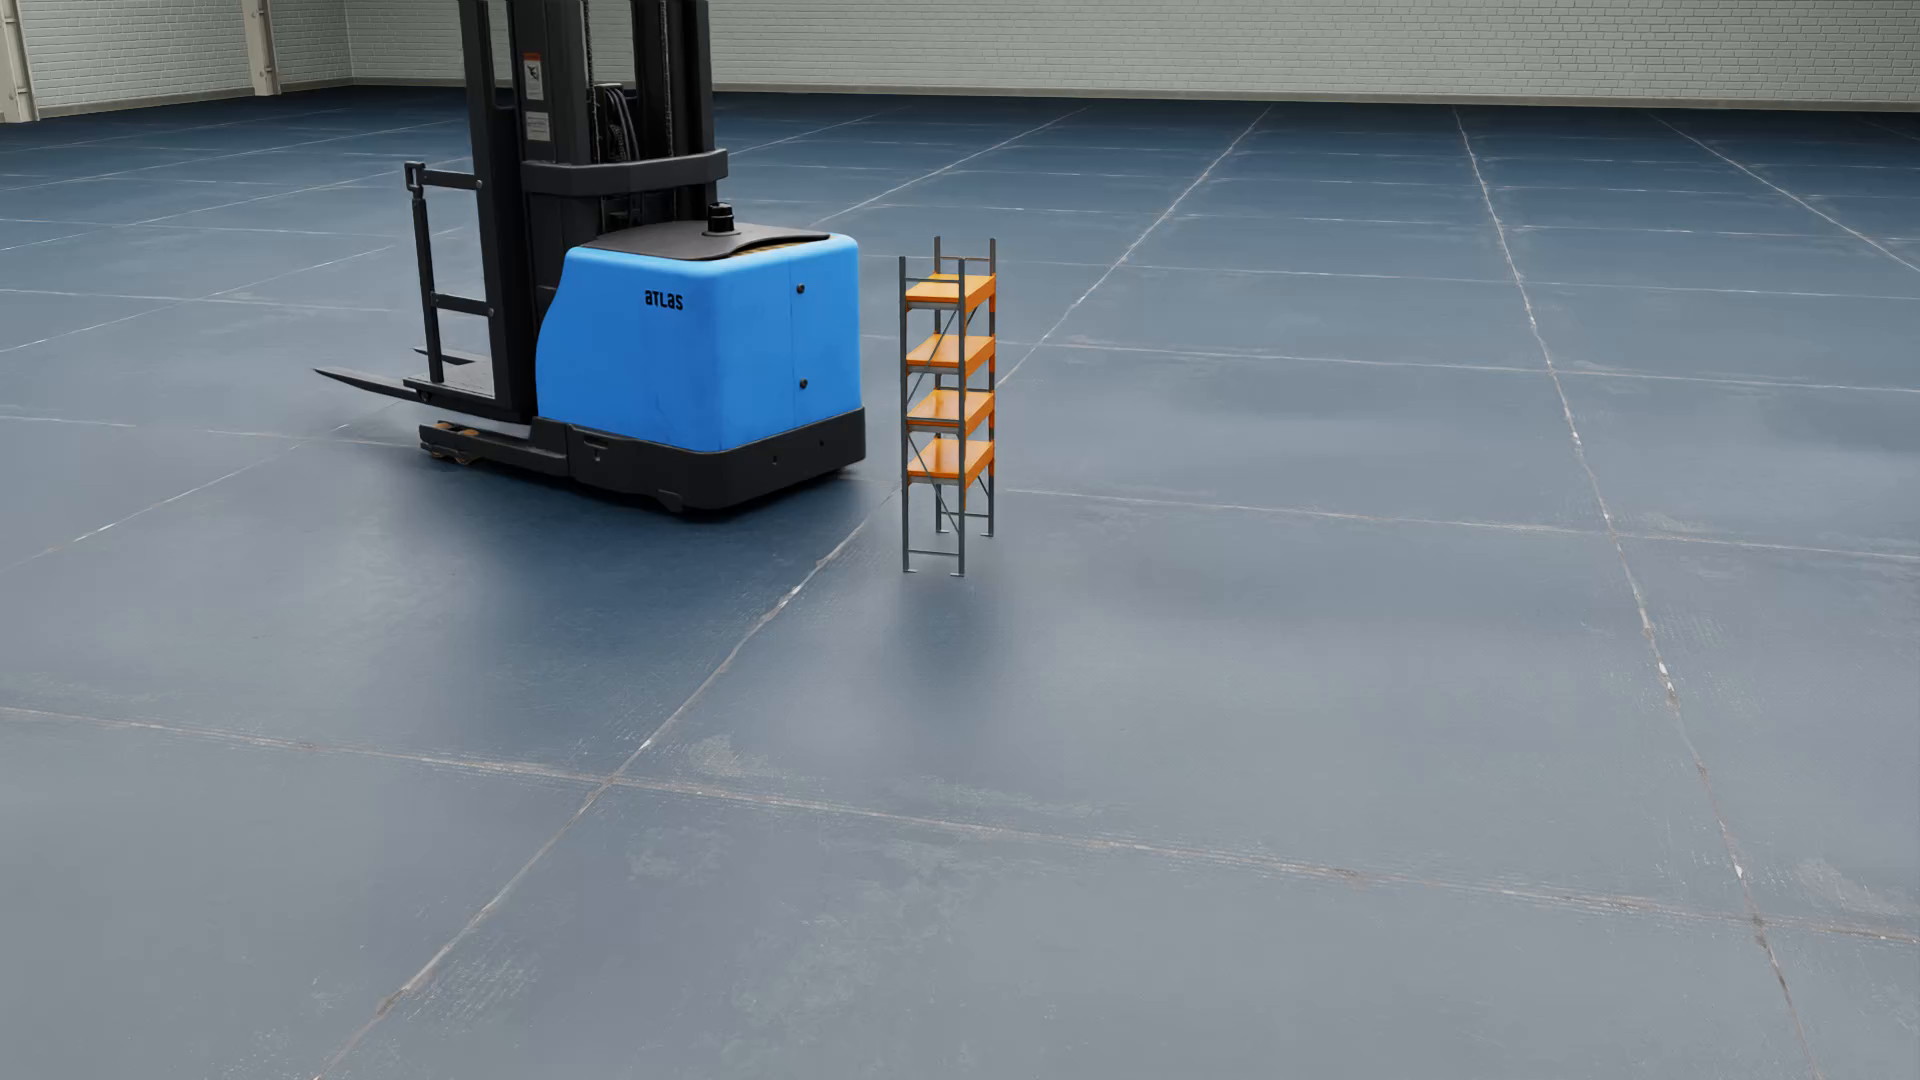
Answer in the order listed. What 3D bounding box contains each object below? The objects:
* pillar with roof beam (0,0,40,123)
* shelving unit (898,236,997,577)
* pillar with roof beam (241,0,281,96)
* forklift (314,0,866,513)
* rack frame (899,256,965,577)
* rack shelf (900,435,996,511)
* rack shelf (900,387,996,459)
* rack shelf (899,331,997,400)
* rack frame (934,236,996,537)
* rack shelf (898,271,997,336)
[{"bbox_3d":[-10.178,-10.324,22.992,9.100,9.000,0.400,5,19,13],"label":"pillar with roof beam"},{"bbox_3d":[-0.040,-0.516,6.342,0.258,1.200,0.503,5,19,13],"label":"shelving unit"},{"bbox_3d":[-8.712,-12.205,28.498,9.100,9.000,0.400,5,19,13],"label":"pillar with roof beam"},{"bbox_3d":[-1.918,-1.856,7.588,3.031,2.935,1.130,13,23,34],"label":"forklift"},{"bbox_3d":[-0.100,-0.439,6.118,0.240,1.200,0.015,5,19,13],"label":"rack frame"},{"bbox_3d":[-0.040,-0.264,6.428,0.258,0.148,0.480,5,19,13],"label":"rack shelf"},{"bbox_3d":[-0.040,-0.452,6.363,0.258,0.148,0.480,5,19,13],"label":"rack shelf"},{"bbox_3d":[-0.040,-0.664,6.291,0.258,0.148,0.480,5,19,13],"label":"rack shelf"},{"bbox_3d":[0.019,-0.592,6.566,0.240,1.200,0.015,5,19,13],"label":"rack frame"},{"bbox_3d":[-0.040,-0.888,6.215,0.258,0.148,0.480,5,19,13],"label":"rack shelf"}]
